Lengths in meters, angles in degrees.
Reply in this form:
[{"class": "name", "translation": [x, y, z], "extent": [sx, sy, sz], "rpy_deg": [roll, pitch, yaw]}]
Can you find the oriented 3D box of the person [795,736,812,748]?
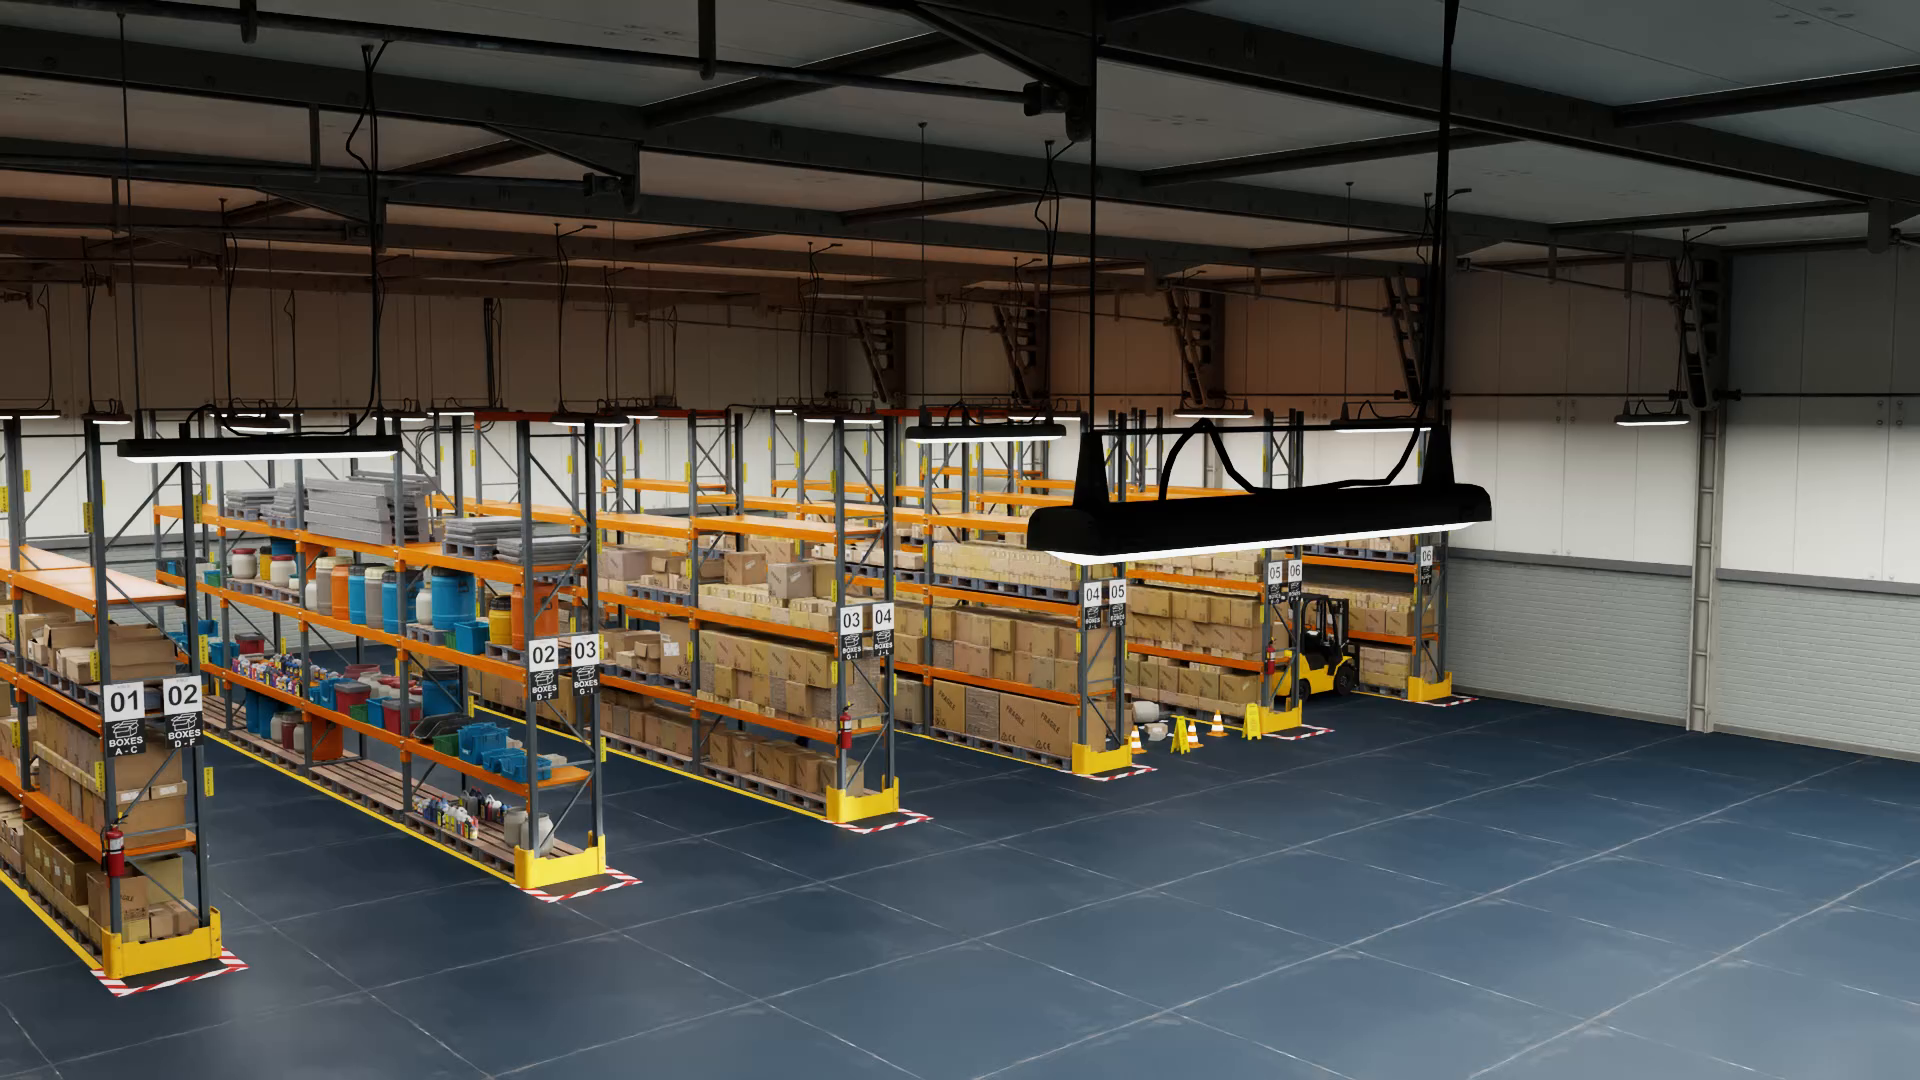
[{"class": "person", "translation": [-2.717, 2.984, 29.033], "extent": [0.557, 1.631, 0.571], "rpy_deg": [5, 7, 42]}]
